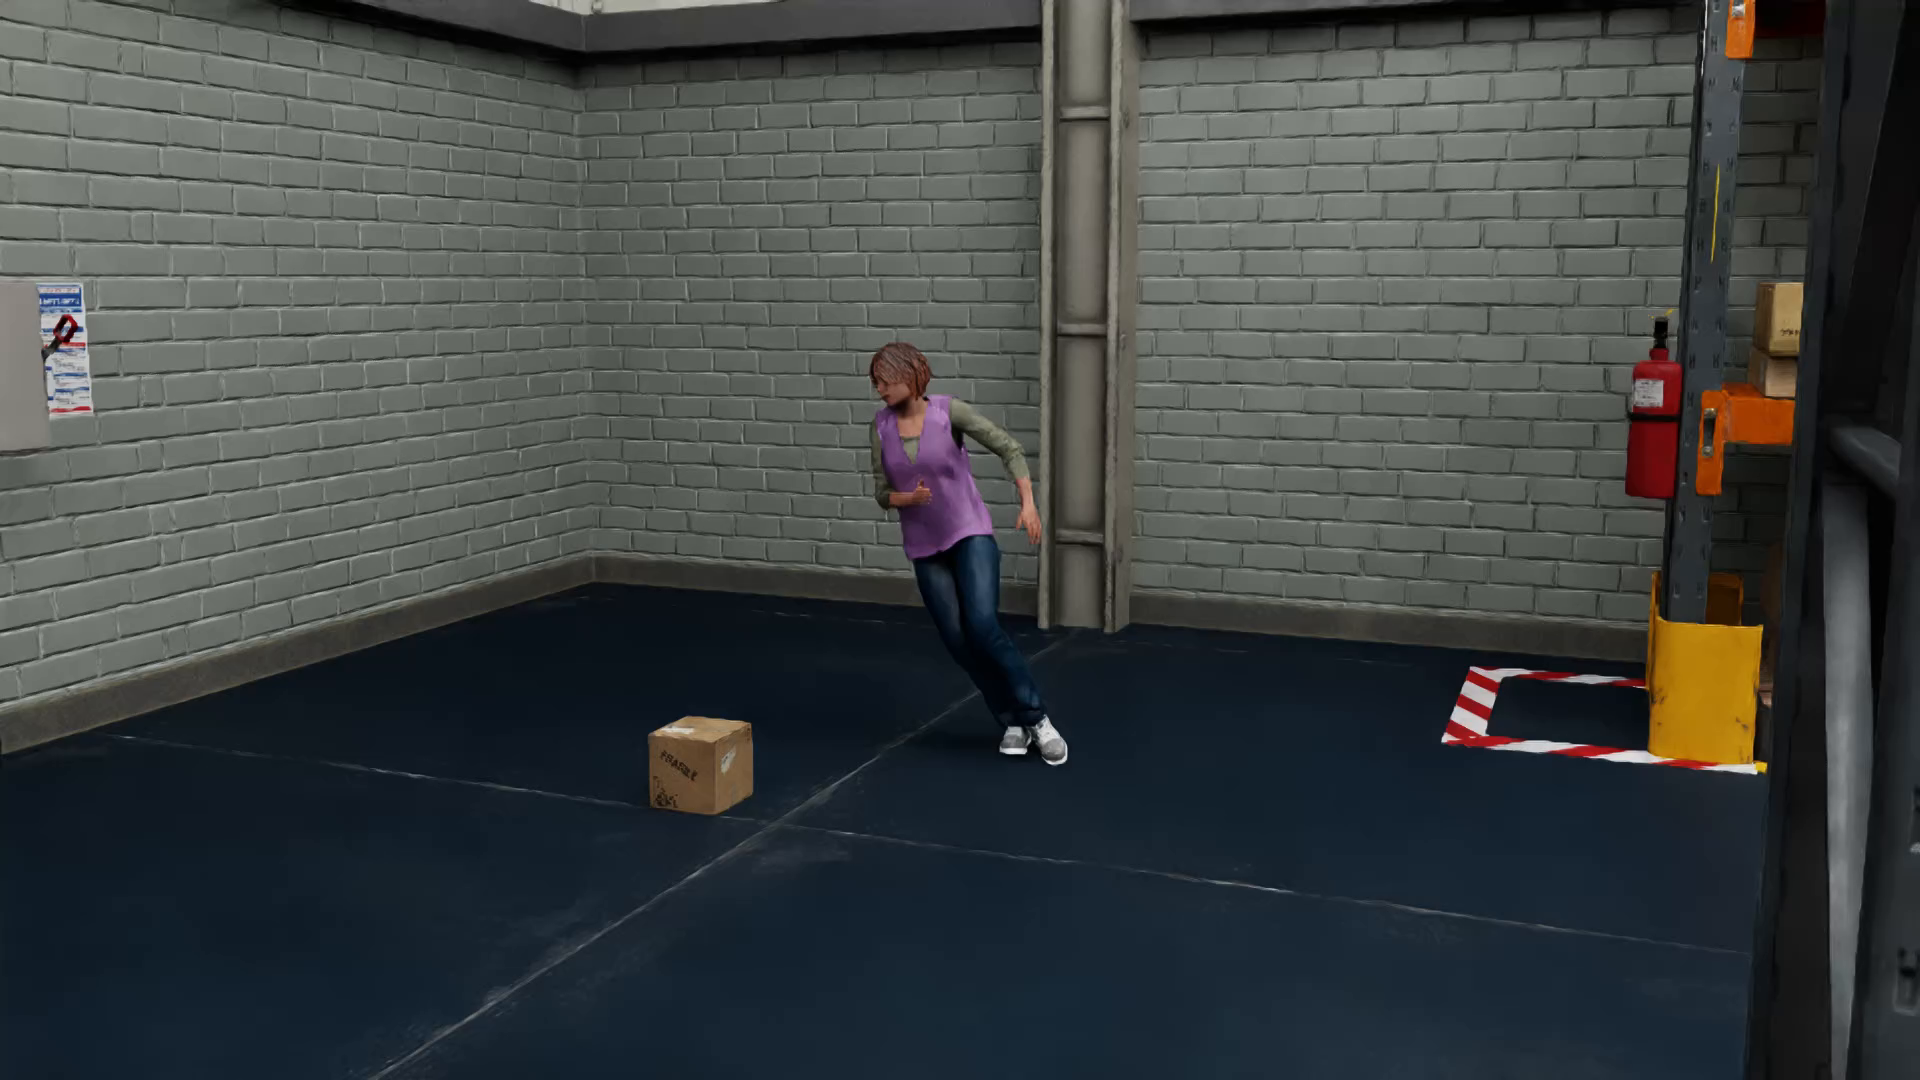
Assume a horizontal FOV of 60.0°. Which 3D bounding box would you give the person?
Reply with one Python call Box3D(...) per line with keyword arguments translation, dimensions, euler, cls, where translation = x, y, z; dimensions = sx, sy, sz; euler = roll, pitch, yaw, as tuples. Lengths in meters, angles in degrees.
Box3D(translation=(0.024, 0.042, 5.971), dimensions=(0.783, 1.486, 0.500), euler=(3, 9, 18), cls="person")
